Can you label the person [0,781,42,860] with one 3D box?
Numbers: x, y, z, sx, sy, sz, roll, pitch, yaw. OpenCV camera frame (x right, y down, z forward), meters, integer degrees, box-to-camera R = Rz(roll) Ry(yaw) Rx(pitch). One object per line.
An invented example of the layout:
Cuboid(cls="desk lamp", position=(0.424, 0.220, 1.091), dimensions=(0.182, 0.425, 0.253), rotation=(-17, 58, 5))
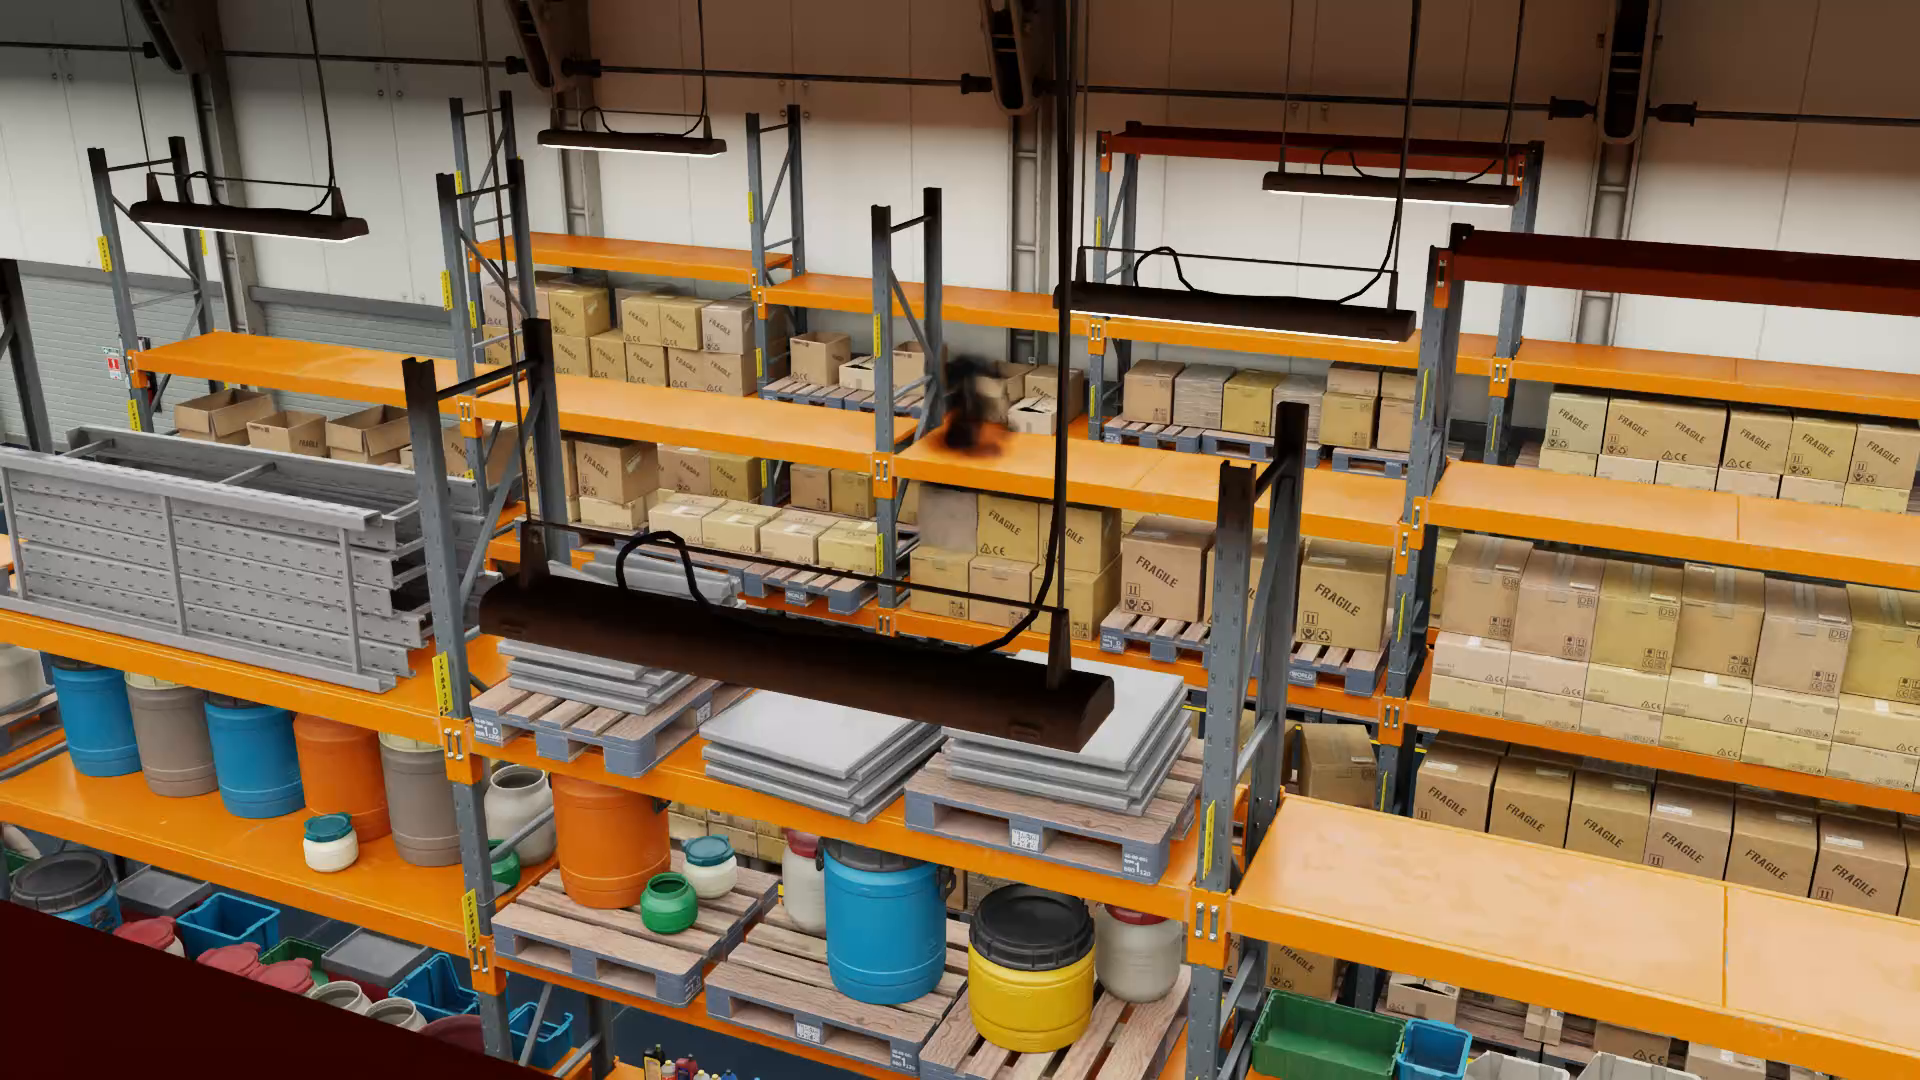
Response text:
Cuboid(cls="person", position=(-8.380, 2.254, 14.258), dimensions=(0.830, 1.789, 0.683), rotation=(3, 21, 7))
